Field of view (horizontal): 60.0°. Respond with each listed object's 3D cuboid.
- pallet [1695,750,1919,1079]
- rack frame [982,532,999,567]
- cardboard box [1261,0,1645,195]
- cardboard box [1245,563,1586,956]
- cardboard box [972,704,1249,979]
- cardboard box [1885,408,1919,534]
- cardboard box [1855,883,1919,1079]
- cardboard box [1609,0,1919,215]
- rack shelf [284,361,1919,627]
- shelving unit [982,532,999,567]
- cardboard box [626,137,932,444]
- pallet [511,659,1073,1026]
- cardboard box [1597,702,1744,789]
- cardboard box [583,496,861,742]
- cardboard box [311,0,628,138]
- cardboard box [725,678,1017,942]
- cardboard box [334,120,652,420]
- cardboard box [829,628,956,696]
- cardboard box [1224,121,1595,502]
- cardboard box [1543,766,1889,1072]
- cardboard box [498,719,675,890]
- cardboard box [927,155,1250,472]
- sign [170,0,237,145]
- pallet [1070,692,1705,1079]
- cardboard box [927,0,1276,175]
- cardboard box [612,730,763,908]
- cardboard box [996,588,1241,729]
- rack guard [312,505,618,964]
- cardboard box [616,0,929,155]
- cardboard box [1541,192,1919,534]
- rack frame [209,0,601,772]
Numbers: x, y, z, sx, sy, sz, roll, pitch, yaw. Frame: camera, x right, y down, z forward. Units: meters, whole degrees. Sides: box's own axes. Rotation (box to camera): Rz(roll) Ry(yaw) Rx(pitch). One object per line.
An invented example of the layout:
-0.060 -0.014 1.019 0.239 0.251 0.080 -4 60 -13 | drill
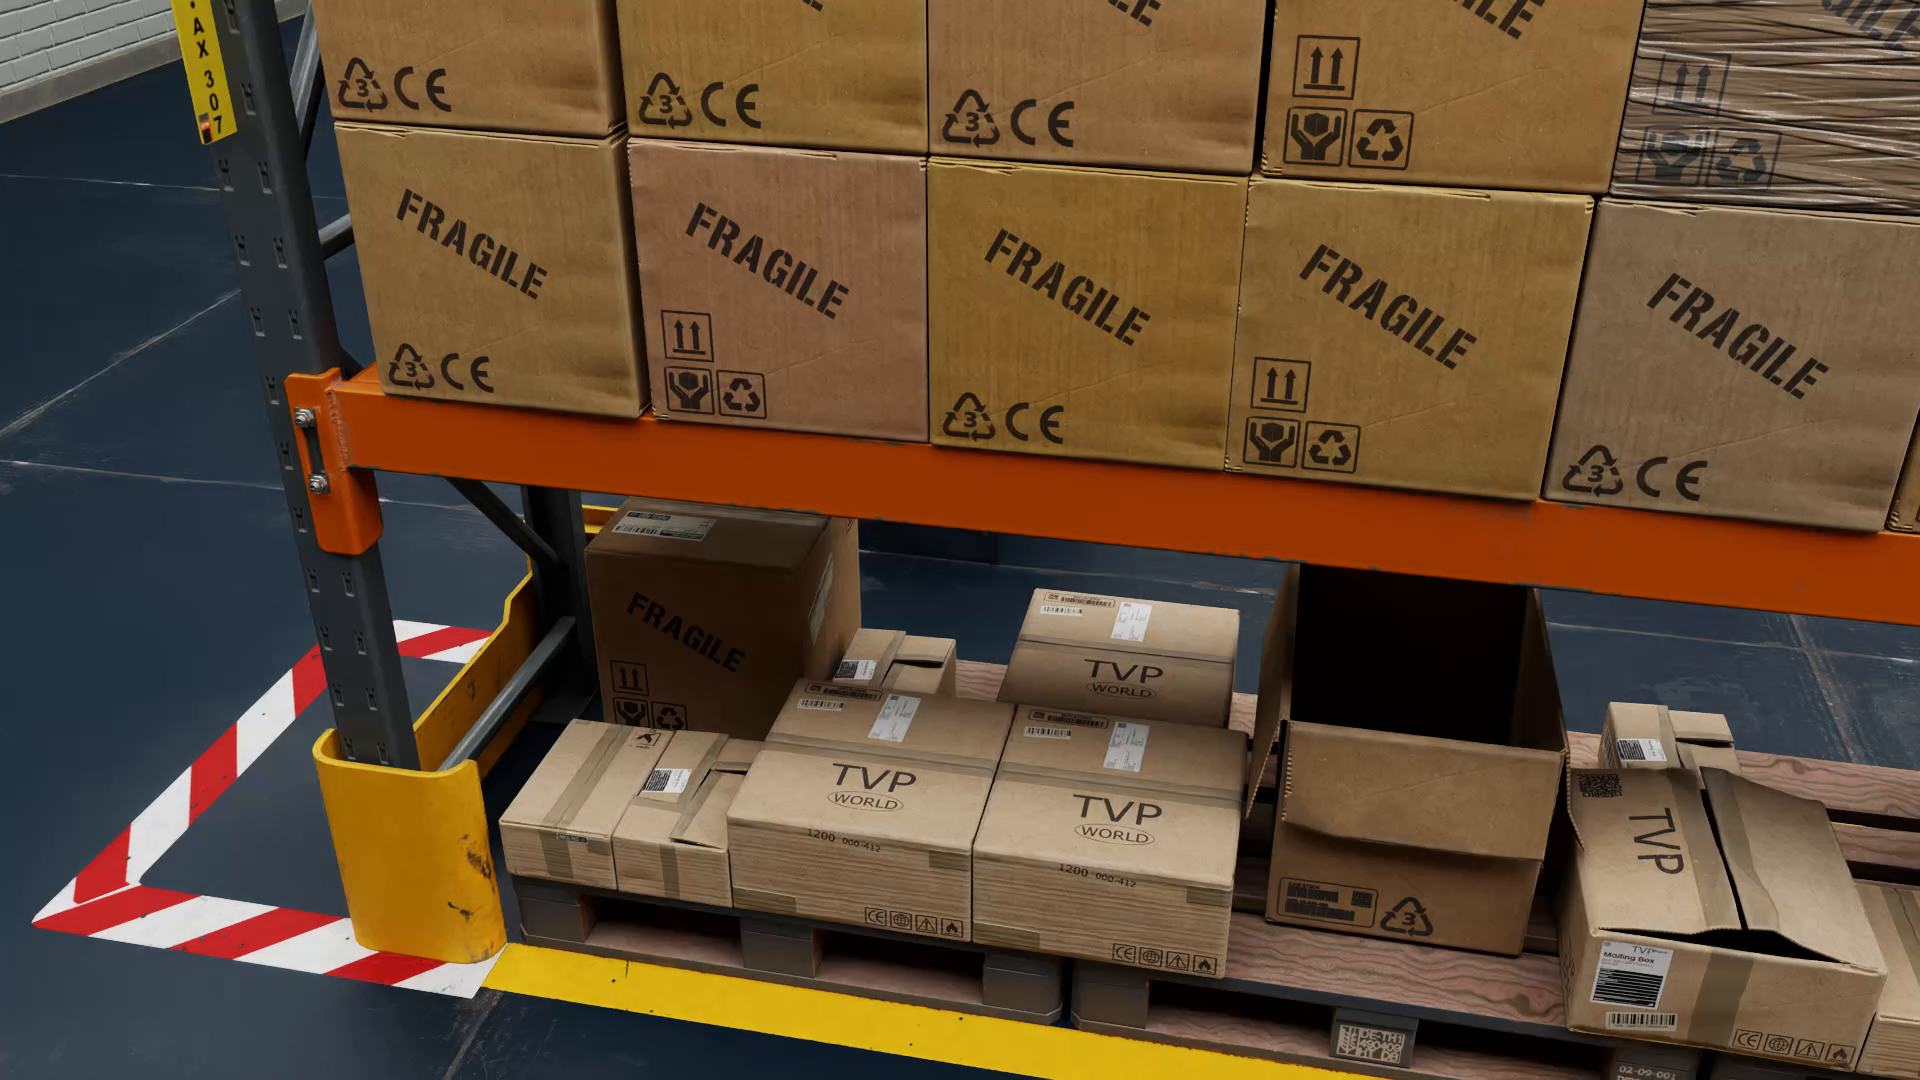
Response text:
2.109 0.860 3.460 1.213 0.211 1.003 6 29 11 | pallet
0.094 -0.499 4.913 0.015 1.200 0.240 -4 29 -8 | rack frame
0.746 -0.858 2.548 0.500 0.500 0.500 6 29 10 | cardboard box
0.942 0.422 3.498 0.637 0.503 0.797 6 29 11 | cardboard box
0.319 0.606 3.425 0.500 0.250 0.500 6 29 11 | cardboard box
1.734 -0.319 2.605 0.500 0.500 0.500 7 29 12 | cardboard box
1.785 0.830 3.121 0.250 0.149 0.380 6 29 11 | cardboard box
1.237 -0.807 2.454 0.500 0.500 0.500 6 29 11 | cardboard box
0.824 -0.179 3.203 4.000 0.370 1.077 6 29 11 | rack shelf
-0.148 -0.482 4.881 0.503 1.200 0.258 -4 29 -8 | shelving unit
-0.247 -0.522 2.975 0.500 0.500 0.500 6 29 10 | cardboard box
-0.277 0.615 3.907 1.213 0.211 1.003 6 29 11 | pallet
1.567 0.530 3.651 0.250 0.166 0.380 6 29 11 | cardboard box
-0.548 0.147 4.003 0.500 0.500 0.500 6 29 11 | cardboard box
-0.753 -1.010 2.825 0.500 0.500 0.500 7 29 12 | cardboard box
-0.170 0.556 3.517 0.500 0.250 0.500 6 29 11 | cardboard box
-0.753 -0.571 3.065 0.500 0.500 0.500 6 29 12 | cardboard box
-0.171 0.376 3.932 0.250 0.166 0.380 6 29 11 | cardboard box
0.732 -0.419 2.788 0.500 0.500 0.500 6 29 11 | cardboard box
1.430 0.693 3.202 0.500 0.311 0.500 6 29 11 | cardboard box
-0.794 0.565 3.604 0.250 0.149 0.380 6 29 11 | cardboard box
0.243 -0.470 2.881 0.500 0.500 0.500 6 29 10 | cardboard box
-1.245 -0.820 2.723 0.005 0.325 0.100 6 29 11 | sign
0.912 0.738 3.682 1.213 0.211 1.003 6 29 11 | pallet
0.249 -0.908 2.640 0.500 0.500 0.500 6 29 11 | cardboard box
-0.549 0.583 3.554 0.250 0.166 0.380 6 29 11 | cardboard box
0.375 0.366 3.863 0.500 0.250 0.500 6 29 11 | cardboard box
-1.057 0.409 3.983 0.348 0.500 1.175 6 29 11 | rack guard
-0.240 -0.961 2.736 0.500 0.500 0.500 6 29 11 | cardboard box
1.231 -0.369 2.697 0.500 0.500 0.500 7 29 12 | cardboard box
-1.131 -0.695 3.397 0.127 3.000 1.000 6 29 11 | rack frame
